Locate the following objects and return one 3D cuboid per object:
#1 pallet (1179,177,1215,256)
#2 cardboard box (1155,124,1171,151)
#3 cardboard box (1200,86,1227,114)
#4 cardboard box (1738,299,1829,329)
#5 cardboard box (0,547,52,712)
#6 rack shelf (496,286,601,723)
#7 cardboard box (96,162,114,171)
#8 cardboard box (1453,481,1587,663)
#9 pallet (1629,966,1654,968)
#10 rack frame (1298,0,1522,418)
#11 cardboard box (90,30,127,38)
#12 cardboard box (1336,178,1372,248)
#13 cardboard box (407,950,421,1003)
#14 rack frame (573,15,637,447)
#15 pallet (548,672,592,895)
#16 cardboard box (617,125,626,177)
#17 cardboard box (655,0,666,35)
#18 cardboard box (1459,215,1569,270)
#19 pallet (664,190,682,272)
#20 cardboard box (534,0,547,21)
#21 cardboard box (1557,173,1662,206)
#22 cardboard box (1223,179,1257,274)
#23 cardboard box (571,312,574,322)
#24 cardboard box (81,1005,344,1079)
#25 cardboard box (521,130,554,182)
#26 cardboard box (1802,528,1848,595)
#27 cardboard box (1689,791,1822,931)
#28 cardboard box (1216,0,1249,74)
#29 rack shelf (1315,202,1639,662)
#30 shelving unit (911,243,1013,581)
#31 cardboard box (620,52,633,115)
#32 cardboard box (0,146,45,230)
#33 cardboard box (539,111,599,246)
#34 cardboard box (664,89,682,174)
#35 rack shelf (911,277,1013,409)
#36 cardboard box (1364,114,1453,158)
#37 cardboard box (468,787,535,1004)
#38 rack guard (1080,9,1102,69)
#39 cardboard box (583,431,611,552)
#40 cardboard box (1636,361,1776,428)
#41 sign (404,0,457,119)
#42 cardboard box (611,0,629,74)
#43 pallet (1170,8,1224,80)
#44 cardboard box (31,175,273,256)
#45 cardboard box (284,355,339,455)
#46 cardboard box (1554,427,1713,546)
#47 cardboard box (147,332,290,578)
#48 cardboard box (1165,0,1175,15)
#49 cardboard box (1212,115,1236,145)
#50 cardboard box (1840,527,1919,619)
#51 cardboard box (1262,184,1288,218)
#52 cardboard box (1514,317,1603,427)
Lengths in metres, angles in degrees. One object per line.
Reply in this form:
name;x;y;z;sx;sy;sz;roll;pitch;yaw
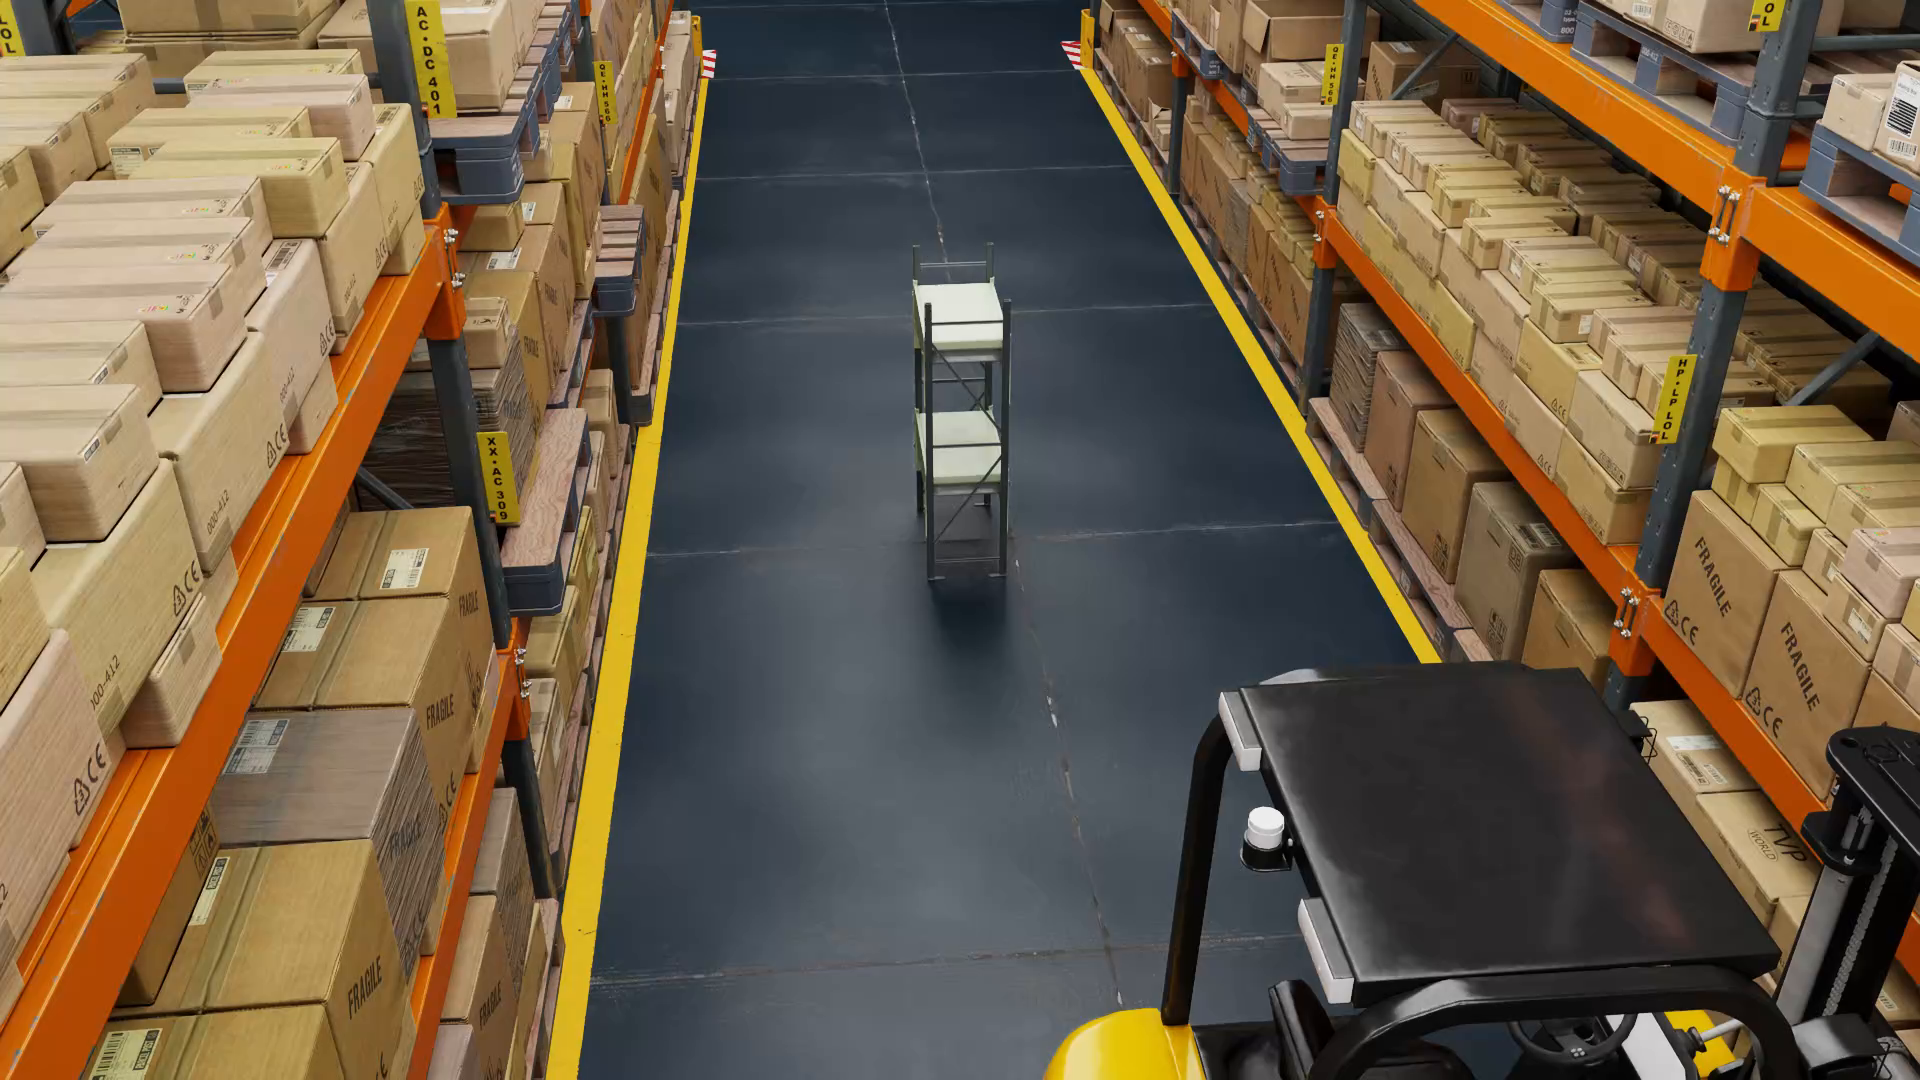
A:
pallet;2.291;-2.510;12.746;1.003;0.211;1.213;-3;31;-5
cardboard box;1.833;-3.347;13.799;0.380;0.149;0.250;-4;31;-6
cardboard box;2.018;-3.308;12.468;0.380;0.149;0.250;-4;31;-7
cardboard box;3.111;-0.814;6.458;0.380;0.149;0.250;-3;31;-5
cardboard box;-1.423;0.142;2.129;0.380;0.149;0.250;-3;31;-5
rack shelf;-2.203;-0.509;7.378;1.077;0.370;4.000;-3;31;-5
cardboard box;-2.248;-0.910;4.279;0.500;0.250;0.500;-3;31;-6
cardboard box;2.800;0.141;7.496;0.875;0.625;0.625;-3;31;-5
pallet;2.958;1.569;5.917;1.003;0.211;1.213;-3;31;-5
rack frame;2.552;-2.078;9.304;1.000;3.000;0.127;-3;31;-5
cardboard box;-7.755;-4.588;15.296;0.380;0.149;0.250;-2;31;-4
cardboard box;2.350;-1.776;8.944;0.500;0.250;0.500;-3;31;-4
cardboard box;-1.591;1.112;4.209;0.380;0.149;0.250;-3;31;-5
rack frame;-2.390;-1.839;8.903;1.000;3.000;0.127;-3;31;-5
pallet;-2.091;1.003;6.864;1.003;0.211;1.213;-3;31;-5
cardboard box;-2.251;-2.297;9.817;0.500;0.250;0.500;-4;31;-6
cardboard box;-2.547;-4.176;12.719;0.500;0.500;0.500;-2;31;-3
cardboard box;2.421;-1.304;7.278;0.380;0.149;0.250;-4;31;-6
pallet;-2.617;-2.293;12.384;1.003;0.211;1.213;-3;31;-5
cardboard box;-1.789;-2.033;6.039;0.500;0.250;0.500;-3;31;-5
cardboard box;3.028;-1.597;7.769;0.380;0.149;0.250;-3;31;-5
cardboard box;2.143;-2.178;11.500;0.500;0.500;0.500;-4;31;-6
cardboard box;-1.902;-0.968;7.280;0.380;0.149;0.250;-4;31;-6
cardboard box;-1.511;1.296;3.268;0.500;0.500;0.500;-3;31;-6
cardboard box;-1.956;-1.646;7.151;0.380;0.149;0.250;-4;31;-7
cardboard box;2.771;0.082;4.958;0.380;0.149;0.250;-3;31;-5
cardboard box;2.696;1.058;5.350;0.500;0.250;0.500;-3;31;-5
cardboard box;2.122;-3.421;11.045;0.700;0.500;0.500;-3;31;-5
rack shelf;2.738;-0.748;7.779;1.077;0.370;4.000;-3;31;-5
shelving unit;0.001;-0.640;8.360;0.431;1.500;0.755;-3;31;-5
cardboard box;-2.273;-2.778;10.135;0.500;0.250;0.500;-3;31;-5
cardboard box;-2.245;-0.740;3.606;0.380;0.149;0.250;-3;31;-5
cardboard box;-2.012;-1.707;7.886;0.500;0.500;0.500;-3;31;-5
cardboard box;-2.716;-3.287;13.417;0.875;0.438;0.875;-3;31;-5
rack shelf;0.001;-0.976;8.160;0.431;0.370;0.720;-3;31;-5
cardboard box;2.314;-2.087;8.588;0.380;0.149;0.250;-2;31;-4
cardboard box;-1.694;1.171;5.405;0.500;0.500;0.500;-3;31;-5
rack guard;1.811;-5.051;16.719;1.175;0.500;0.348;-3;31;-5
cardboard box;-2.270;-0.226;8.355;0.950;0.372;0.625;-3;31;-6
cardboard box;2.672;-0.521;5.968;0.380;0.149;0.250;-2;31;-3
sign;-1.477;-1.336;4.632;0.100;0.325;0.005;-3;31;-5
cardboard box;-2.282;-3.092;9.929;0.500;0.500;0.500;-2;31;-3
pallet;2.144;-3.625;12.081;1.003;0.211;1.213;-3;31;-5
cardboard box;-1.657;-0.636;3.432;0.380;0.149;0.250;-3;31;-6
cardboard box;-1.601;-0.304;3.653;0.380;0.149;0.250;-2;31;-3
cardboard box;2.618;-0.217;6.334;0.500;0.250;0.500;-2;31;-3
cardboard box;-1.563;-0.157;3.019;0.500;0.250;0.500;-2;31;-4
cardboard box;1.851;-4.295;13.261;0.380;0.149;0.250;-2;31;-3
cardboard box;2.085;-3.042;12.313;0.380;0.149;0.250;-4;31;-7
cardboard box;2.729;0.087;4.659;0.380;0.149;0.250;-2;31;-3
cardboard box;2.213;-2.243;10.975;0.380;0.149;0.250;-3;31;-5
cardboard box;2.570;-0.687;6.634;0.500;0.250;0.500;-4;31;-6
